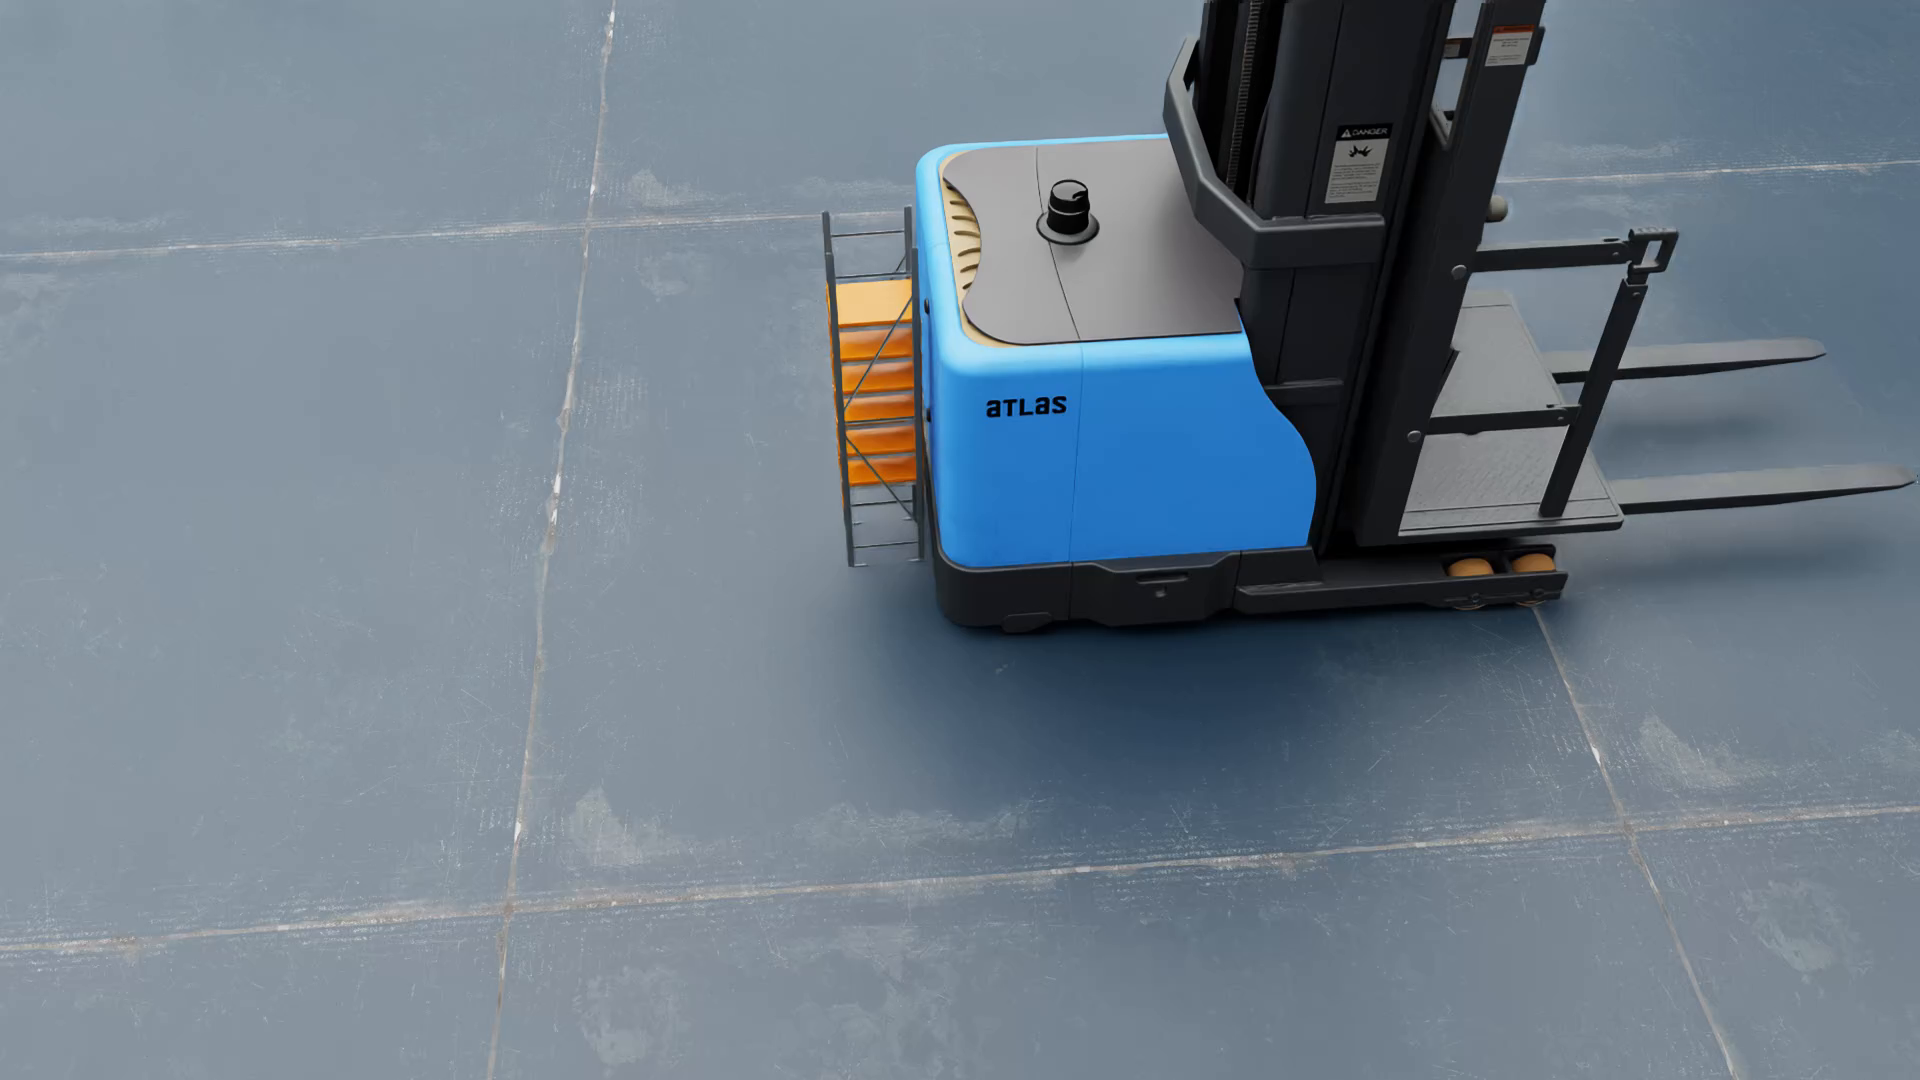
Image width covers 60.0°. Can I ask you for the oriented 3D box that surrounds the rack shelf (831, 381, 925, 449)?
[{"bbox_3d":[-0.238,-0.374,4.839,0.258,0.103,0.180,-5,47,-5],"label":"rack shelf"}]

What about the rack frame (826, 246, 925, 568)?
[{"bbox_3d":[-0.228,-0.338,4.744,0.240,1.200,0.006,-5,47,-5],"label":"rack frame"}]

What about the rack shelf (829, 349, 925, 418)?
[{"bbox_3d":[-0.238,-0.456,4.752,0.258,0.103,0.180,-5,47,-5],"label":"rack shelf"}]

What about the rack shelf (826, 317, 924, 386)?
[{"bbox_3d":[-0.238,-0.539,4.665,0.258,0.103,0.180,-5,47,-5],"label":"rack shelf"}]

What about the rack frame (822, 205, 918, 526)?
[{"bbox_3d":[-0.249,-0.470,4.869,0.240,1.200,0.006,-5,47,-5],"label":"rack frame"}]

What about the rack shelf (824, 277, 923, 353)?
[{"bbox_3d":[-0.238,-0.621,4.578,0.258,0.103,0.180,-5,47,-5],"label":"rack shelf"}]

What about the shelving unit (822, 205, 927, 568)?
[{"bbox_3d":[-0.238,-0.404,4.807,0.258,1.200,0.189,-5,47,-5],"label":"shelving unit"}]

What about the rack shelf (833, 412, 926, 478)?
[{"bbox_3d":[-0.238,-0.291,4.926,0.258,0.103,0.180,-5,47,-5],"label":"rack shelf"}]

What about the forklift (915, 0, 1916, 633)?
[{"bbox_3d":[1.405,-1.177,4.346,3.031,2.935,1.130,-4,47,-4],"label":"forklift"}]

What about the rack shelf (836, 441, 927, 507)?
[{"bbox_3d":[-0.238,-0.209,5.013,0.258,0.103,0.180,-5,47,-5],"label":"rack shelf"}]
